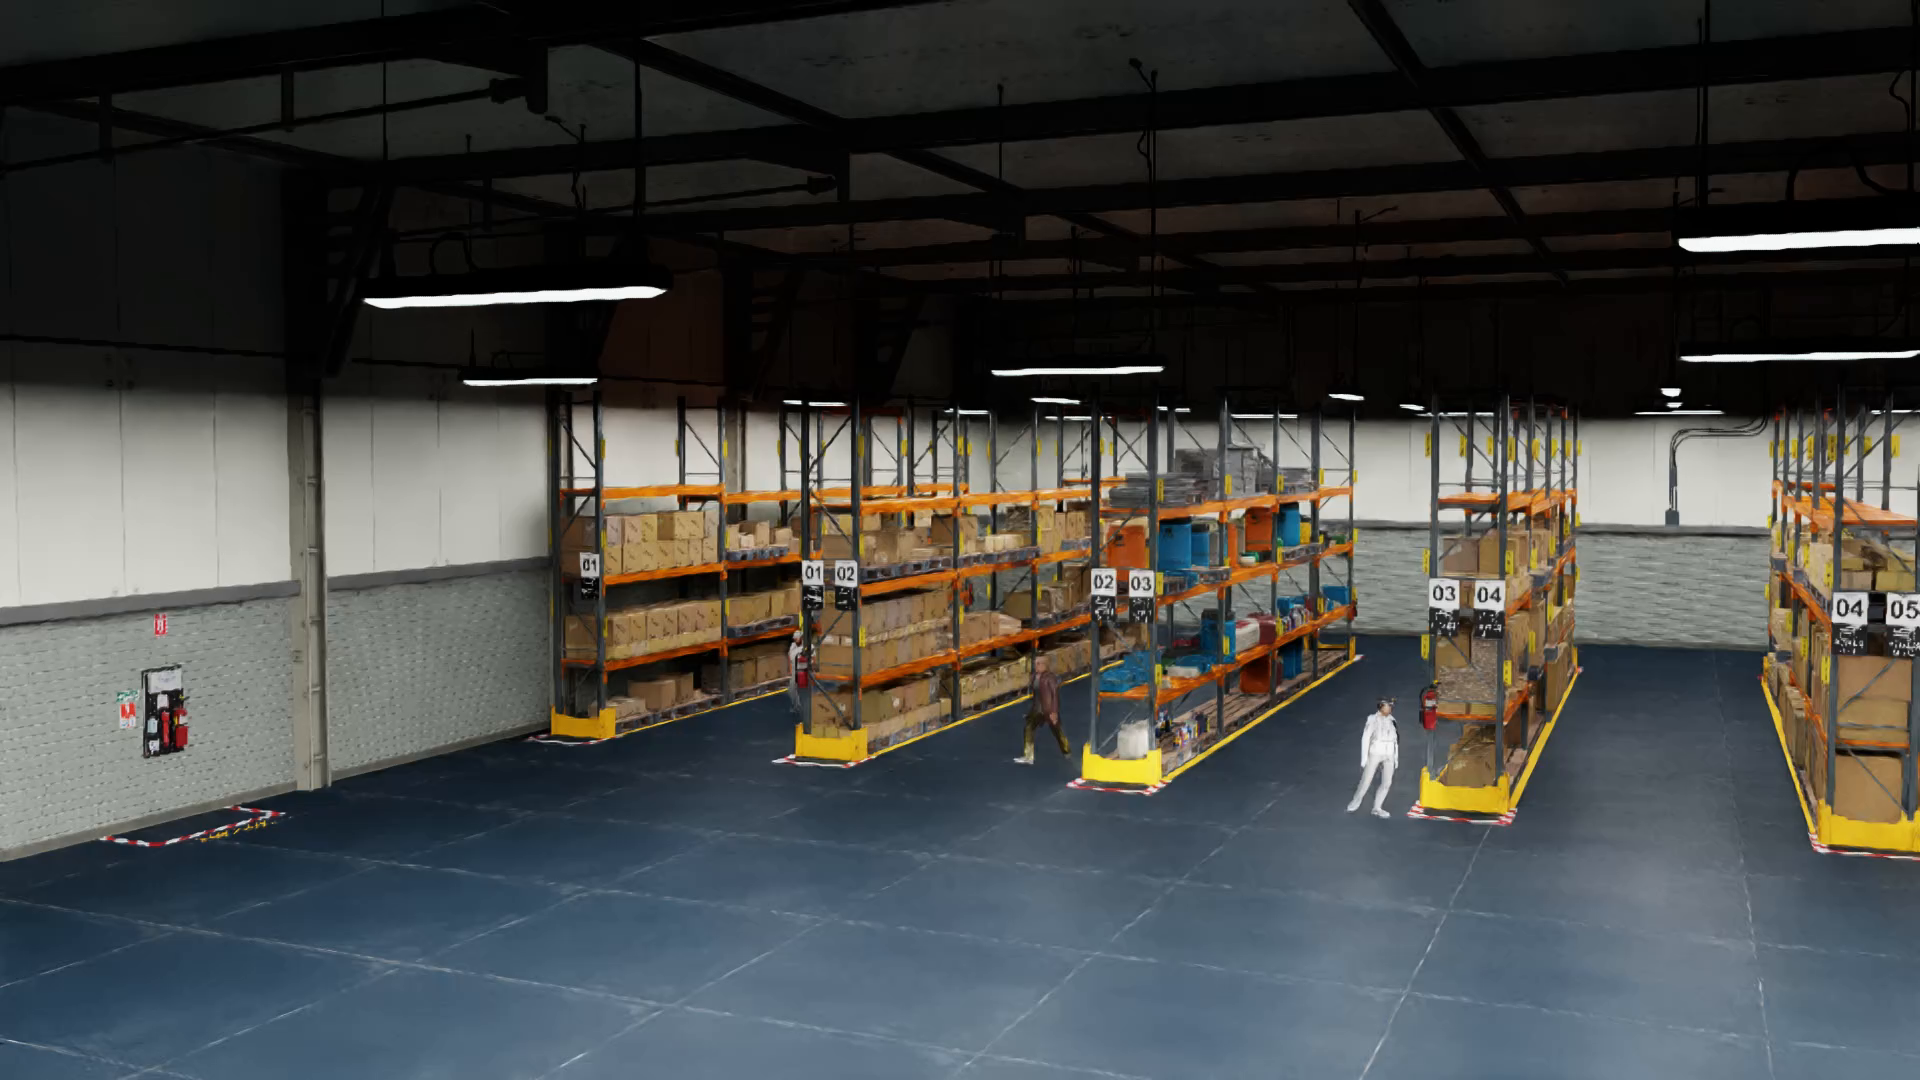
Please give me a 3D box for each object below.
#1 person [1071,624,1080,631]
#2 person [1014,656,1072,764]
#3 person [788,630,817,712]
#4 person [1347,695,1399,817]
[{"bbox_3d":[3.134,1.705,45.716,0.417,1.517,1.037,2,4,26],"label":"person"},{"bbox_3d":[1.355,2.686,26.391,0.634,1.722,1.039,3,4,44],"label":"person"},{"bbox_3d":[-2.980,2.479,31.252,0.625,1.611,0.575,1,3,23],"label":"person"},{"bbox_3d":[5.640,2.933,22.705,0.659,1.647,0.504,-1,3,-17],"label":"person"}]
